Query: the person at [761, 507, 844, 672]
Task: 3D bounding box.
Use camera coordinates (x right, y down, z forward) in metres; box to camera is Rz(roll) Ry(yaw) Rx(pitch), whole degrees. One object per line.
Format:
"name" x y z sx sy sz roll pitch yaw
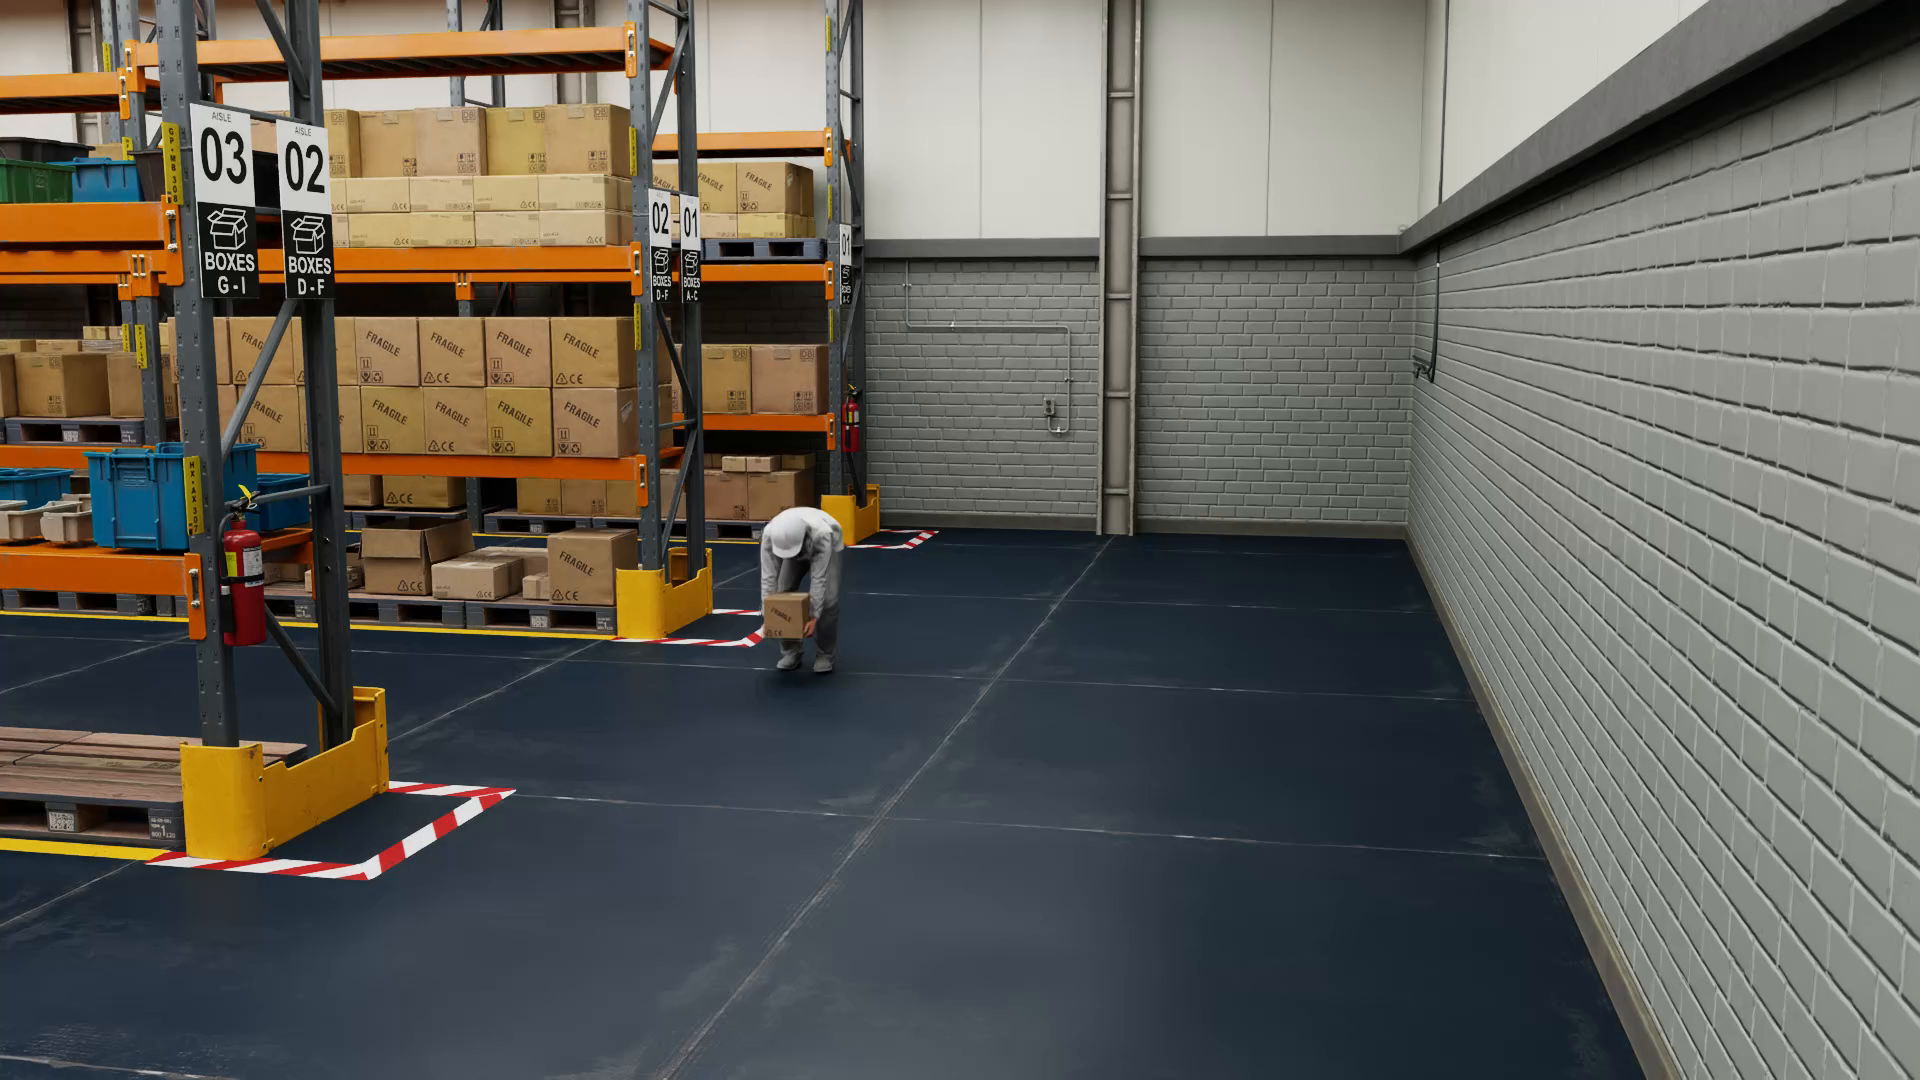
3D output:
"person" -1.037 0.325 10.779 0.485 1.112 0.994 1 8 8
